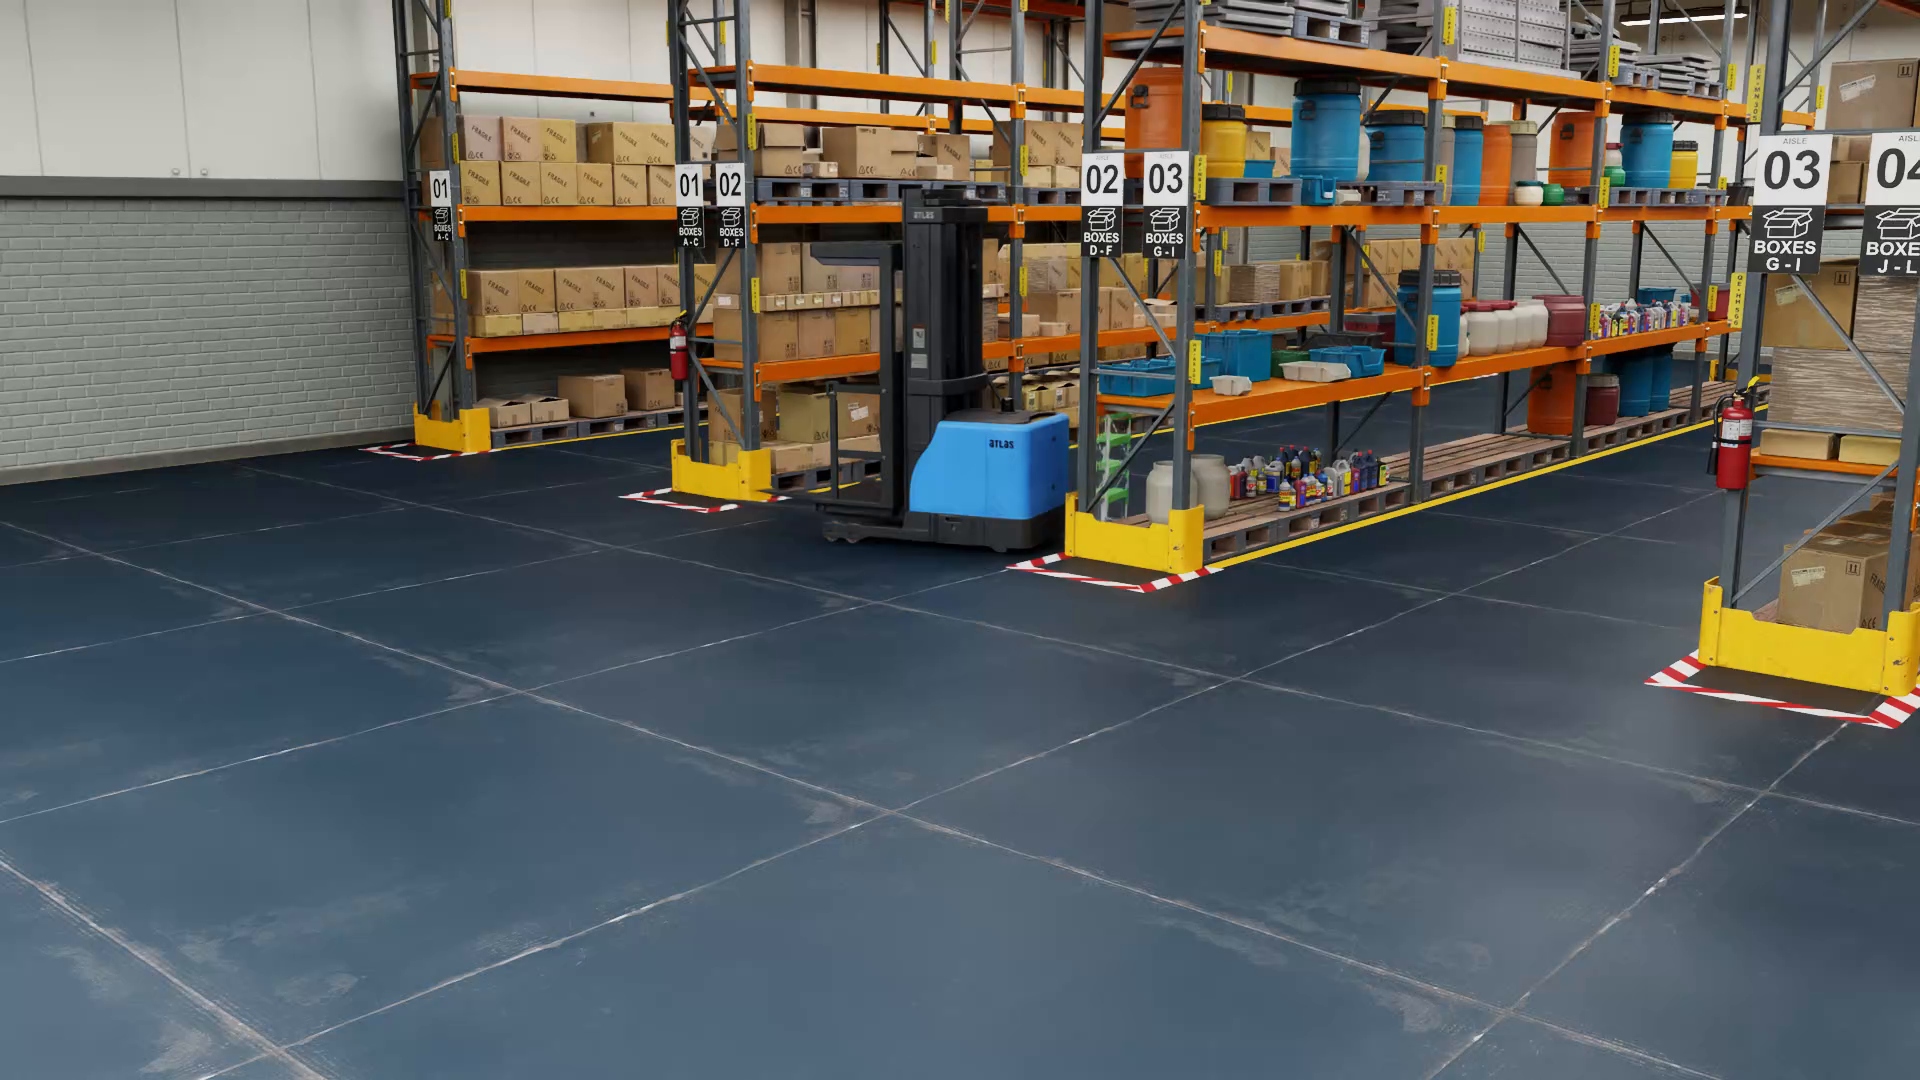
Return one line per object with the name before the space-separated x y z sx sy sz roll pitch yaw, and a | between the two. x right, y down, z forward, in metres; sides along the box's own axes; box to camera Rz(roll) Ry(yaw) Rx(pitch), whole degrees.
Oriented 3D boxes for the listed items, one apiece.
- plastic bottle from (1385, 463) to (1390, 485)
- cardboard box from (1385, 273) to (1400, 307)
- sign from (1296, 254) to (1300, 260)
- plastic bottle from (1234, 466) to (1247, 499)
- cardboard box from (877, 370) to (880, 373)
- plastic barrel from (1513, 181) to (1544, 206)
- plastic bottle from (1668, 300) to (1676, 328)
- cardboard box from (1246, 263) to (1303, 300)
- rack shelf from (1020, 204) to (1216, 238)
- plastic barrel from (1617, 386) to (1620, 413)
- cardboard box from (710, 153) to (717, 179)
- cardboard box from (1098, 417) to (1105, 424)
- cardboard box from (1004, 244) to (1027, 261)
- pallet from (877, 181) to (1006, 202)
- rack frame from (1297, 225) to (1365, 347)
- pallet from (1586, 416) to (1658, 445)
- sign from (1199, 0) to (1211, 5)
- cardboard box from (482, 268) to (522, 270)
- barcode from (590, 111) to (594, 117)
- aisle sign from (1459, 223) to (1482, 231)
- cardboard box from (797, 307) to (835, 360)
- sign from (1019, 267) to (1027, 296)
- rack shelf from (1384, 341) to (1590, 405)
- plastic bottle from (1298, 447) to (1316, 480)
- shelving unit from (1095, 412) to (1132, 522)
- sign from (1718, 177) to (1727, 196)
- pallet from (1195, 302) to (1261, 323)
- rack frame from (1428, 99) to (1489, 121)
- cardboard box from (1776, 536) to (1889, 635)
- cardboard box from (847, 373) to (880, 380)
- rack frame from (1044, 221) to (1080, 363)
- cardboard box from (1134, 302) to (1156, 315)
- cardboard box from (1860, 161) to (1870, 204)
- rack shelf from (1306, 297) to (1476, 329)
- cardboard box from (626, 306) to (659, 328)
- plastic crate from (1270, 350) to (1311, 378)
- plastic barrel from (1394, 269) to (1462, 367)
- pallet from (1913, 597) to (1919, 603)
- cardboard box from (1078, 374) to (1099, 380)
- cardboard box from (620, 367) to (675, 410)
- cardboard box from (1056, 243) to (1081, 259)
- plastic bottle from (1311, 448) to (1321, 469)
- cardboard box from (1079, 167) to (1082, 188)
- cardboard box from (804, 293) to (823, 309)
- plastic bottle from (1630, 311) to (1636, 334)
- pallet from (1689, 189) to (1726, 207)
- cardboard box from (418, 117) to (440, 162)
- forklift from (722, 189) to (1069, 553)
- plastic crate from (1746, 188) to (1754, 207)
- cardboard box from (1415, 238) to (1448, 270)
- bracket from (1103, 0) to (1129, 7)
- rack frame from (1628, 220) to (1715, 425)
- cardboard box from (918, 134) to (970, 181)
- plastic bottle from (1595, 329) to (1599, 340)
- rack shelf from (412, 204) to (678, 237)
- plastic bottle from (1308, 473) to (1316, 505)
plastic bottle | 4.004 -0.624 15.697 0.097 0.201 0.097 0 11 0
cardboard box | 6.449 -3.856 25.606 0.500 0.500 0.500 10 15 41
sign | 5.160 -4.185 25.298 0.100 0.325 0.005 10 15 40
plastic bottle | 2.520 -0.516 14.948 0.061 0.283 0.133 10 15 40
cardboard box | -1.228 -2.621 24.932 0.700 0.500 0.500 10 15 41
plastic barrel | 5.986 -3.648 17.513 0.301 0.262 0.301 0 11 0
plastic bottle | 8.930 -2.849 20.944 0.144 0.351 0.185 10 15 40
cardboard box | 4.452 -3.679 23.645 0.700 0.500 0.500 6 13 26
rack shelf | 1.612 -3.927 20.394 1.077 0.370 4.000 10 15 40
plastic barrel | 8.011 -1.783 20.761 0.421 0.512 0.421 0 11 0
cardboard box | -3.011 -4.951 22.354 0.500 0.500 0.500 -9 15 -39
cardboard box | 1.422 -1.551 20.268 0.500 0.250 0.500 9 15 39
cardboard box | 0.715 -4.578 26.495 0.500 0.250 0.500 9 15 39
pallet | -0.252 -3.814 18.214 1.003 0.211 1.213 10 15 40
rack frame | 5.572 -3.692 25.037 1.000 3.000 0.127 10 15 40
pallet | 7.945 -1.395 20.657 1.003 0.211 1.213 10 15 40
sign | 1.780 -4.053 12.062 0.100 0.325 0.005 10 15 40
cardboard box | -5.581 -3.040 20.190 0.500 0.500 0.500 10 15 41
barcode | -4.673 -5.408 21.123 0.001 0.075 0.075 10 15 40
aisle sign | 8.488 -5.526 27.581 0.394 0.787 0.004 10 15 40
cardboard box | -1.688 -2.120 16.914 0.700 0.500 0.500 10 15 42
sign | 0.709 -2.907 18.694 0.100 0.325 0.005 10 15 40
rack shelf | 5.330 -1.815 17.479 1.077 0.370 4.000 10 15 40
plastic bottle | 3.273 -0.707 15.732 0.144 0.351 0.185 10 15 40
shelving unit | 1.265 -0.657 14.405 0.258 1.200 0.503 6 12 26
sign | 9.703 -4.455 21.176 0.100 0.325 0.005 10 15 40
pallet | 3.326 -3.118 22.654 1.213 0.211 1.003 10 15 40
rack frame | 8.213 -7.222 27.396 1.000 3.000 0.127 10 15 40
cardboard box | 5.515 0.285 10.435 0.500 0.500 0.500 -9 14 -37
cardboard box | -0.910 -1.565 18.423 0.500 0.500 0.500 10 15 40
rack frame | 1.849 -4.332 28.241 1.000 3.000 0.127 10 15 40
cardboard box | 2.196 -2.953 21.566 0.500 0.311 0.500 10 15 40
cardboard box | 5.602 -2.080 9.691 0.500 0.250 0.500 10 15 42
rack shelf | 6.892 -3.633 26.581 1.077 0.370 4.000 10 15 40
cardboard box | -4.173 -2.834 21.074 0.500 0.250 0.500 10 15 40
plastic crate | 2.902 -1.607 15.139 0.450 0.188 0.662 10 15 40
plastic barrel | 4.492 -2.137 15.974 0.600 0.901 0.708 10 15 40
pallet | 6.508 0.418 11.582 1.003 0.211 1.213 10 15 40
cardboard box | 1.765 -1.902 20.594 0.500 0.311 0.500 10 15 42
cardboard box | -4.087 -1.987 21.760 0.500 0.500 0.500 8 14 36
cardboard box | 1.733 -4.803 27.617 0.500 0.250 0.500 10 15 42
plastic bottle | 3.470 -0.762 16.208 0.097 0.271 0.097 0 11 0
cardboard box | 1.599 -4.392 20.193 0.500 0.250 0.500 8 14 36
cardboard box | -1.590 -2.399 16.653 0.380 0.149 0.250 10 15 41
plastic bottle | 8.038 -2.605 19.922 0.097 0.271 0.097 0 11 0
pallet | 8.846 -4.301 20.912 1.213 0.211 1.003 10 15 40
cardboard box | -5.984 -4.684 19.485 0.500 0.500 0.500 11 15 43
forklift | -0.615 -1.503 14.253 3.031 2.935 1.130 5 12 24
plastic crate | 11.467 -5.026 24.390 0.497 0.269 0.590 10 15 40
cardboard box | 7.454 -4.567 26.613 0.500 0.500 0.500 10 15 42
bracket | 3.902 -9.648 30.350 0.076 0.066 4.783 10 15 40
rack frame | 9.291 -3.051 21.828 1.000 3.000 0.127 10 15 40
cardboard box | -0.239 -4.269 18.585 0.500 0.500 0.500 -11 15 -43
plastic bottle | 7.276 -2.435 19.071 0.097 0.271 0.097 0 11 0
rack shelf | -4.752 -3.979 20.652 1.077 0.370 4.000 10 15 40
plastic bottle | 3.092 -0.455 14.673 0.097 0.271 0.097 0 11 0
